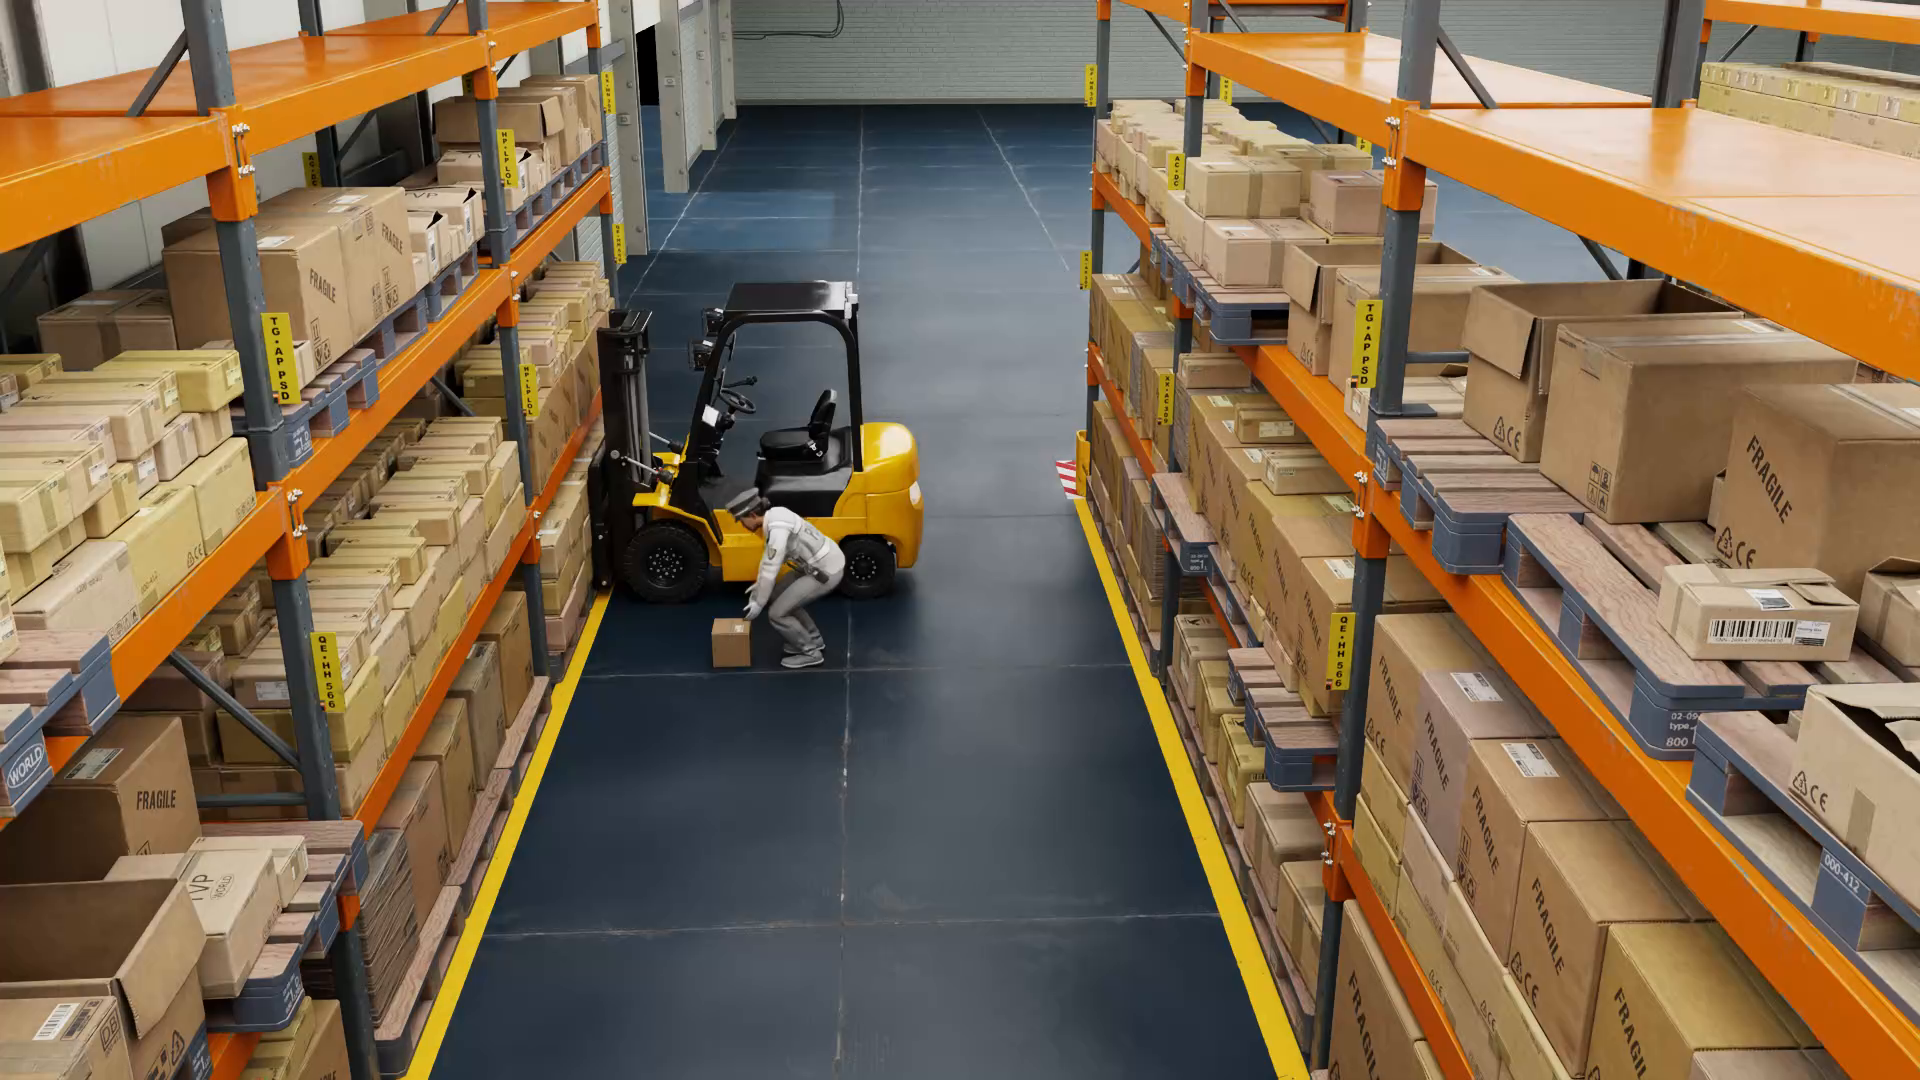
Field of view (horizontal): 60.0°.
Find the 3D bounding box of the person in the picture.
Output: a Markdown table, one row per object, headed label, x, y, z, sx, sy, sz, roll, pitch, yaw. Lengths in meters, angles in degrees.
| label | x | y | z | sx | sy | sz | roll | pitch | yaw |
| --- | --- | --- | --- | --- | --- | --- | --- | --- | --- |
| person | -1.148 | 0.244 | 11.053 | 0.776 | 1.231 | 0.529 | -1 | 21 | -3 |
